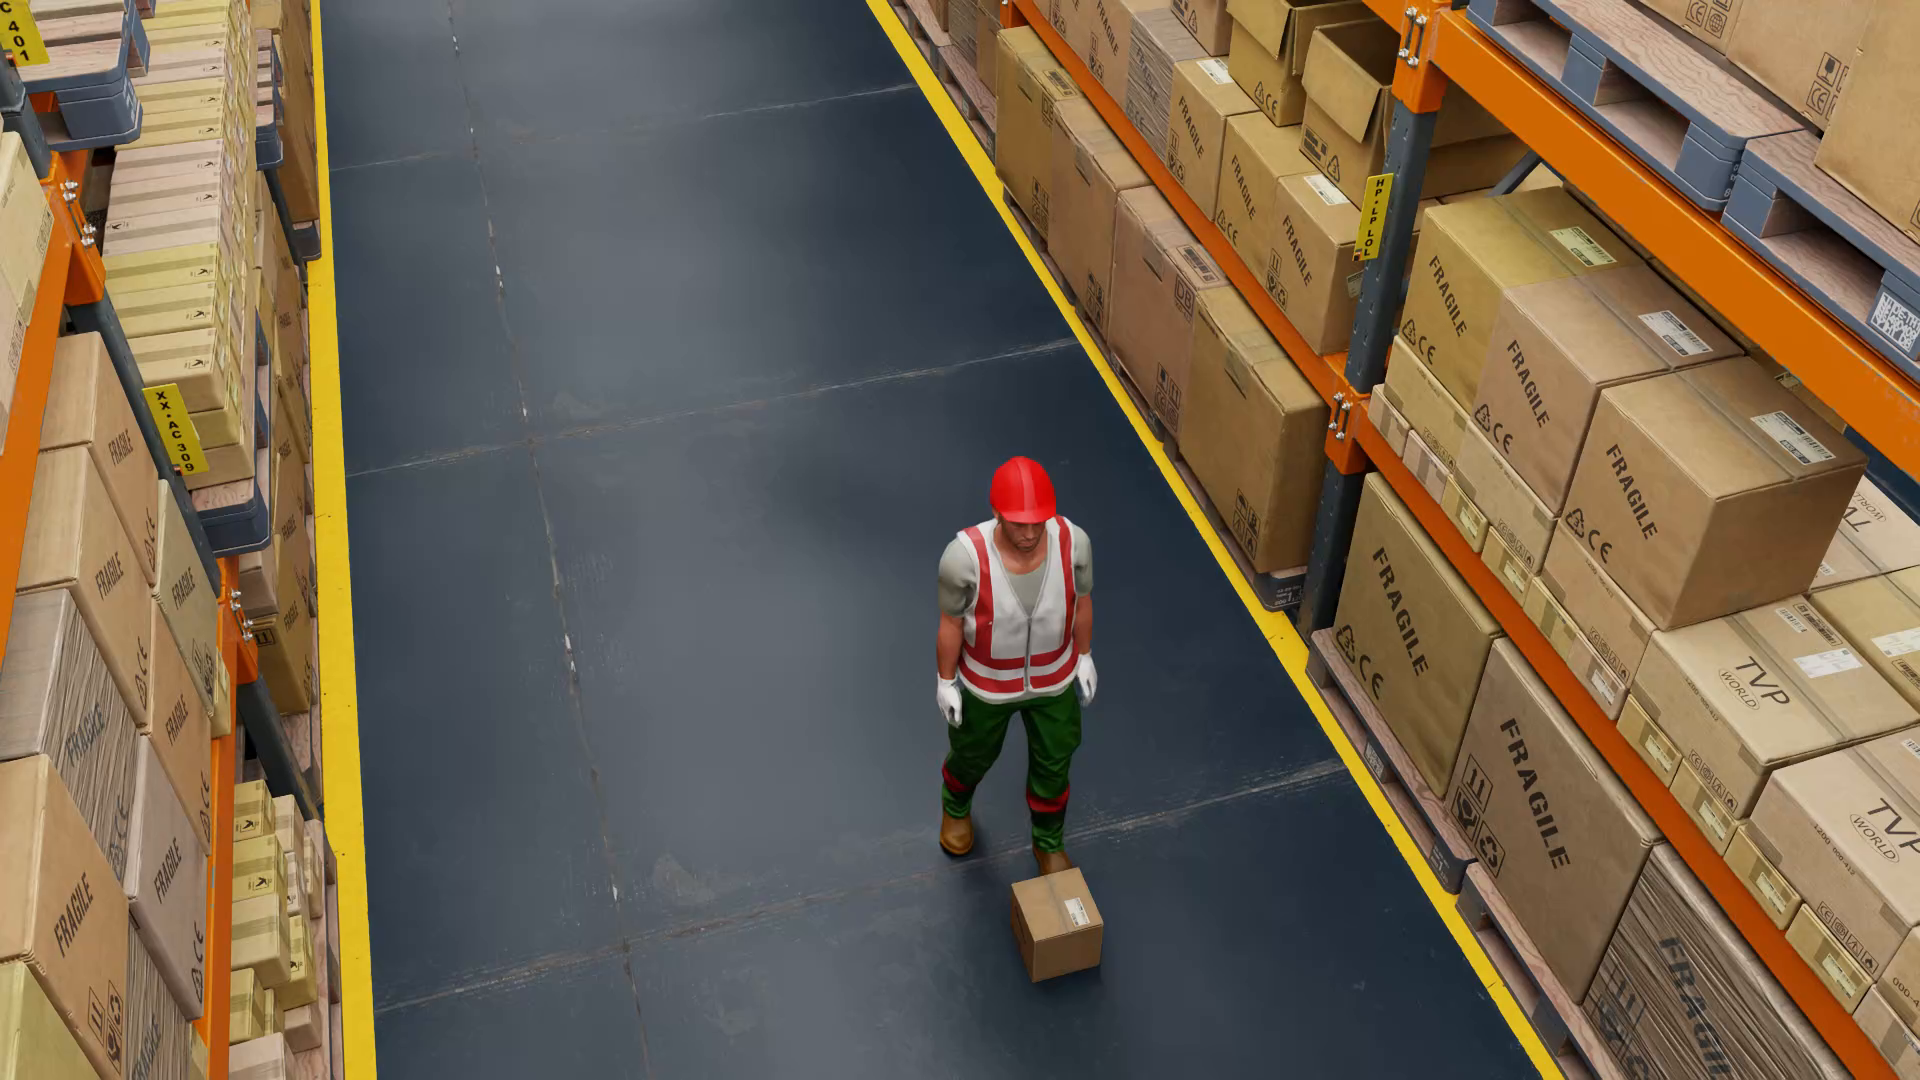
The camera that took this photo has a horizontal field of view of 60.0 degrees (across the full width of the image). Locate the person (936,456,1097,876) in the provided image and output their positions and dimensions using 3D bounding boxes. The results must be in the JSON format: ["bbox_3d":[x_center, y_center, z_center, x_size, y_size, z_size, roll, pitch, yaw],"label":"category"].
[{"bbox_3d":[0.202,0.483,5.602,0.564,1.803,0.562,-8,42,-9],"label":"person"}]
